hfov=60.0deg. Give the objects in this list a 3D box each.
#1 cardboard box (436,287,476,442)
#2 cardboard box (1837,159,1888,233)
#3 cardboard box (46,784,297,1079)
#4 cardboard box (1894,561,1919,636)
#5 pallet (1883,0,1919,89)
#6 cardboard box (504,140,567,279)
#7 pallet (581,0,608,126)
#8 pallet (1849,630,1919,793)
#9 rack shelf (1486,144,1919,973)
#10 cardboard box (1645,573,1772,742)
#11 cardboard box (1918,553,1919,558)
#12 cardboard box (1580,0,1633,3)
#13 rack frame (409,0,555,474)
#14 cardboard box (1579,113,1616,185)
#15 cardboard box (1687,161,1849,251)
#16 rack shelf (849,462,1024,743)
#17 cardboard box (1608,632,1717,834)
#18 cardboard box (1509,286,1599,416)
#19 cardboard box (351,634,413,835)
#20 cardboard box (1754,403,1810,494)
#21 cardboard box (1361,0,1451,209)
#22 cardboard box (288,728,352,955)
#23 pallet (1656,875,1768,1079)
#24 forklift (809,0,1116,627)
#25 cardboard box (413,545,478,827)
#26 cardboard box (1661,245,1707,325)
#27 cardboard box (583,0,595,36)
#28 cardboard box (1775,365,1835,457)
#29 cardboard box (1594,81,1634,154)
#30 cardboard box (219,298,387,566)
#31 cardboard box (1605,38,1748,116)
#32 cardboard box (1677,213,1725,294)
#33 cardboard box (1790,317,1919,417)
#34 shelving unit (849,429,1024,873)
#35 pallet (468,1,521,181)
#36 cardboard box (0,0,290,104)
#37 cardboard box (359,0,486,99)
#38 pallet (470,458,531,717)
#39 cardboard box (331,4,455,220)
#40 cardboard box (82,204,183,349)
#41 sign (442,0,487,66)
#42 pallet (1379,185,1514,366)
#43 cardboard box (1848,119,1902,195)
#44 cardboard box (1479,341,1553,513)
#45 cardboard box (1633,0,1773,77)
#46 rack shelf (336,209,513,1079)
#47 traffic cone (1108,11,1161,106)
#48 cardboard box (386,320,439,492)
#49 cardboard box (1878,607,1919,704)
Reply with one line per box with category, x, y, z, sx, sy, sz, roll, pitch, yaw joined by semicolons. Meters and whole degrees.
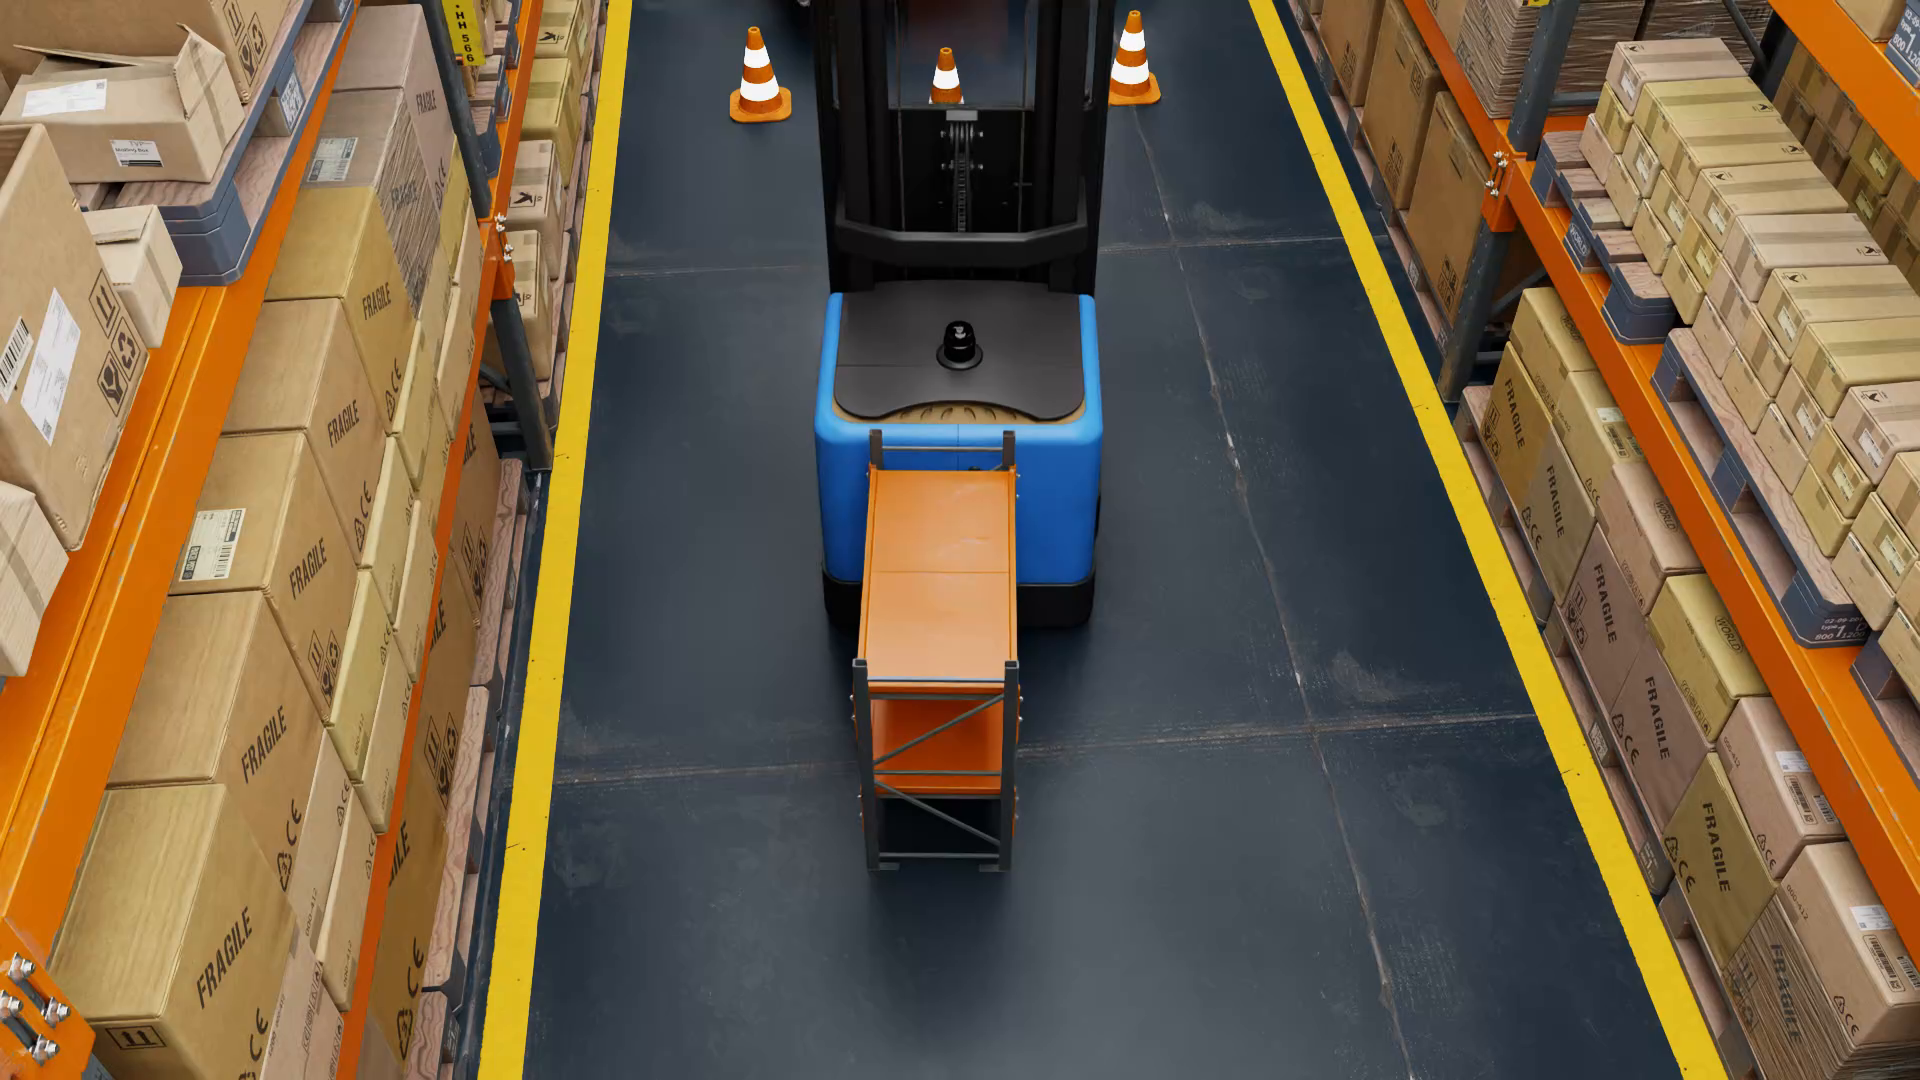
cardboard box;-1.901;-0.569;5.463;0.500;0.250;0.500;-3;47;-3
cardboard box;3.208;-1.161;5.599;0.380;0.149;0.250;-2;47;-2
cardboard box;-1.676;0.840;3.267;0.500;0.500;0.500;-3;47;-3
cardboard box;2.700;0.176;4.332;0.380;0.149;0.250;-5;47;-5
pallet;2.963;-0.990;3.821;1.213;0.211;1.003;-3;47;-3
cardboard box;-2.368;-1.523;7.784;0.950;0.372;0.625;-4;47;-4
pallet;-2.529;-2.712;9.309;1.003;0.211;1.213;-3;47;-3
pallet;3.080;0.685;4.304;1.003;0.211;1.213;-3;47;-3
rack shelf;2.831;-0.019;5.334;1.077;0.370;4.000;-3;47;-3
cardboard box;2.596;0.360;5.396;0.500;0.250;0.500;-5;47;-5
cardboard box;2.705;0.068;4.230;0.380;0.149;0.250;-4;47;-3
cardboard box;2.636;-2.417;6.352;0.700;0.500;0.500;-4;47;-4
rack frame;-2.260;-1.340;6.089;1.000;3.000;0.127;-3;47;-3
cardboard box;2.500;-1.436;6.064;0.380;0.149;0.250;-4;47;-4
cardboard box;2.572;-1.066;5.305;0.380;0.149;0.250;-5;47;-5
rack shelf;-0.066;0.187;5.531;0.538;0.278;1.000;1;47;0
cardboard box;2.604;0.633;5.654;0.500;0.500;0.500;-4;47;-4
cardboard box;2.480;-0.743;6.440;0.500;0.250;0.500;-5;47;-5
cardboard box;-1.771;0.525;4.426;0.500;0.250;0.500;-4;47;-4
cardboard box;2.634;-0.288;4.977;0.380;0.149;0.250;-5;47;-5
cardboard box;2.626;-2.163;8.129;1.050;0.750;0.750;-3;47;-3
cardboard box;-1.753;0.723;3.895;0.500;0.250;0.500;-3;47;-3
pallet;2.932;1.576;5.248;1.003;0.211;1.213;-3;47;-3
forklift;0.013;-1.723;6.500;1.130;2.935;3.031;1;47;0
cardboard box;-2.215;0.397;5.619;0.875;0.875;0.875;-3;47;-3
cardboard box;2.570;-0.851;5.511;0.380;0.149;0.250;-2;47;-1
cardboard box;-2.549;-3.095;9.273;0.950;0.372;0.625;-3;47;-3
cardboard box;2.640;-0.385;4.864;0.380;0.149;0.250;-2;47;-2
cardboard box;2.504;-1.512;5.932;0.380;0.149;0.250;-2;47;-2
cardboard box;-1.835;-0.263;4.312;0.500;0.500;0.500;-4;47;-4
cardboard box;2.510;-1.627;5.835;0.380;0.149;0.250;-3;47;-3
cardboard box;2.576;-0.941;5.390;0.380;0.149;0.250;-3;47;-3
cardboard box;2.638;-0.499;4.767;0.380;0.149;0.250;-4;47;-4
shelving unit;-0.066;0.388;5.744;0.538;1.125;1.048;1;47;0
pallet;-2.426;-1.783;6.641;1.213;0.211;1.003;-3;47;-3
cardboard box;-1.824;-1.292;3.620;0.500;0.500;0.500;-3;47;-3
cardboard box;-2.067;-1.960;6.114;0.500;0.500;0.500;-5;47;-4
pallet;-2.269;0.194;6.557;1.003;0.211;1.213;-3;47;-3
cardboard box;-1.956;-1.360;5.351;0.500;0.500;0.500;-5;47;-4
cardboard box;-1.683;-0.478;3.079;0.380;0.166;0.250;-6;47;-6
sign;-1.708;-1.774;5.703;0.100;0.325;0.005;-3;47;-3
pallet;2.673;-1.330;8.001;1.003;0.211;1.213;-3;47;-3
cardboard box;3.202;-1.278;5.505;0.380;0.149;0.250;-2;47;-2
cardboard box;2.469;-0.471;6.699;0.500;0.500;0.500;-5;47;-5
cardboard box;2.895;-2.089;6.730;0.500;0.500;0.500;-3;47;-3
rack shelf;-2.093;0.355;4.980;1.077;0.370;4.000;-3;47;-3
traffic cone;0.936;-2.673;9.100;0.336;0.463;0.334;-3;47;-3
cardboard box;-1.857;-0.385;4.944;0.500;0.250;0.500;-5;47;-4
cardboard box;2.706;0.297;4.423;0.380;0.149;0.250;-6;47;-5
